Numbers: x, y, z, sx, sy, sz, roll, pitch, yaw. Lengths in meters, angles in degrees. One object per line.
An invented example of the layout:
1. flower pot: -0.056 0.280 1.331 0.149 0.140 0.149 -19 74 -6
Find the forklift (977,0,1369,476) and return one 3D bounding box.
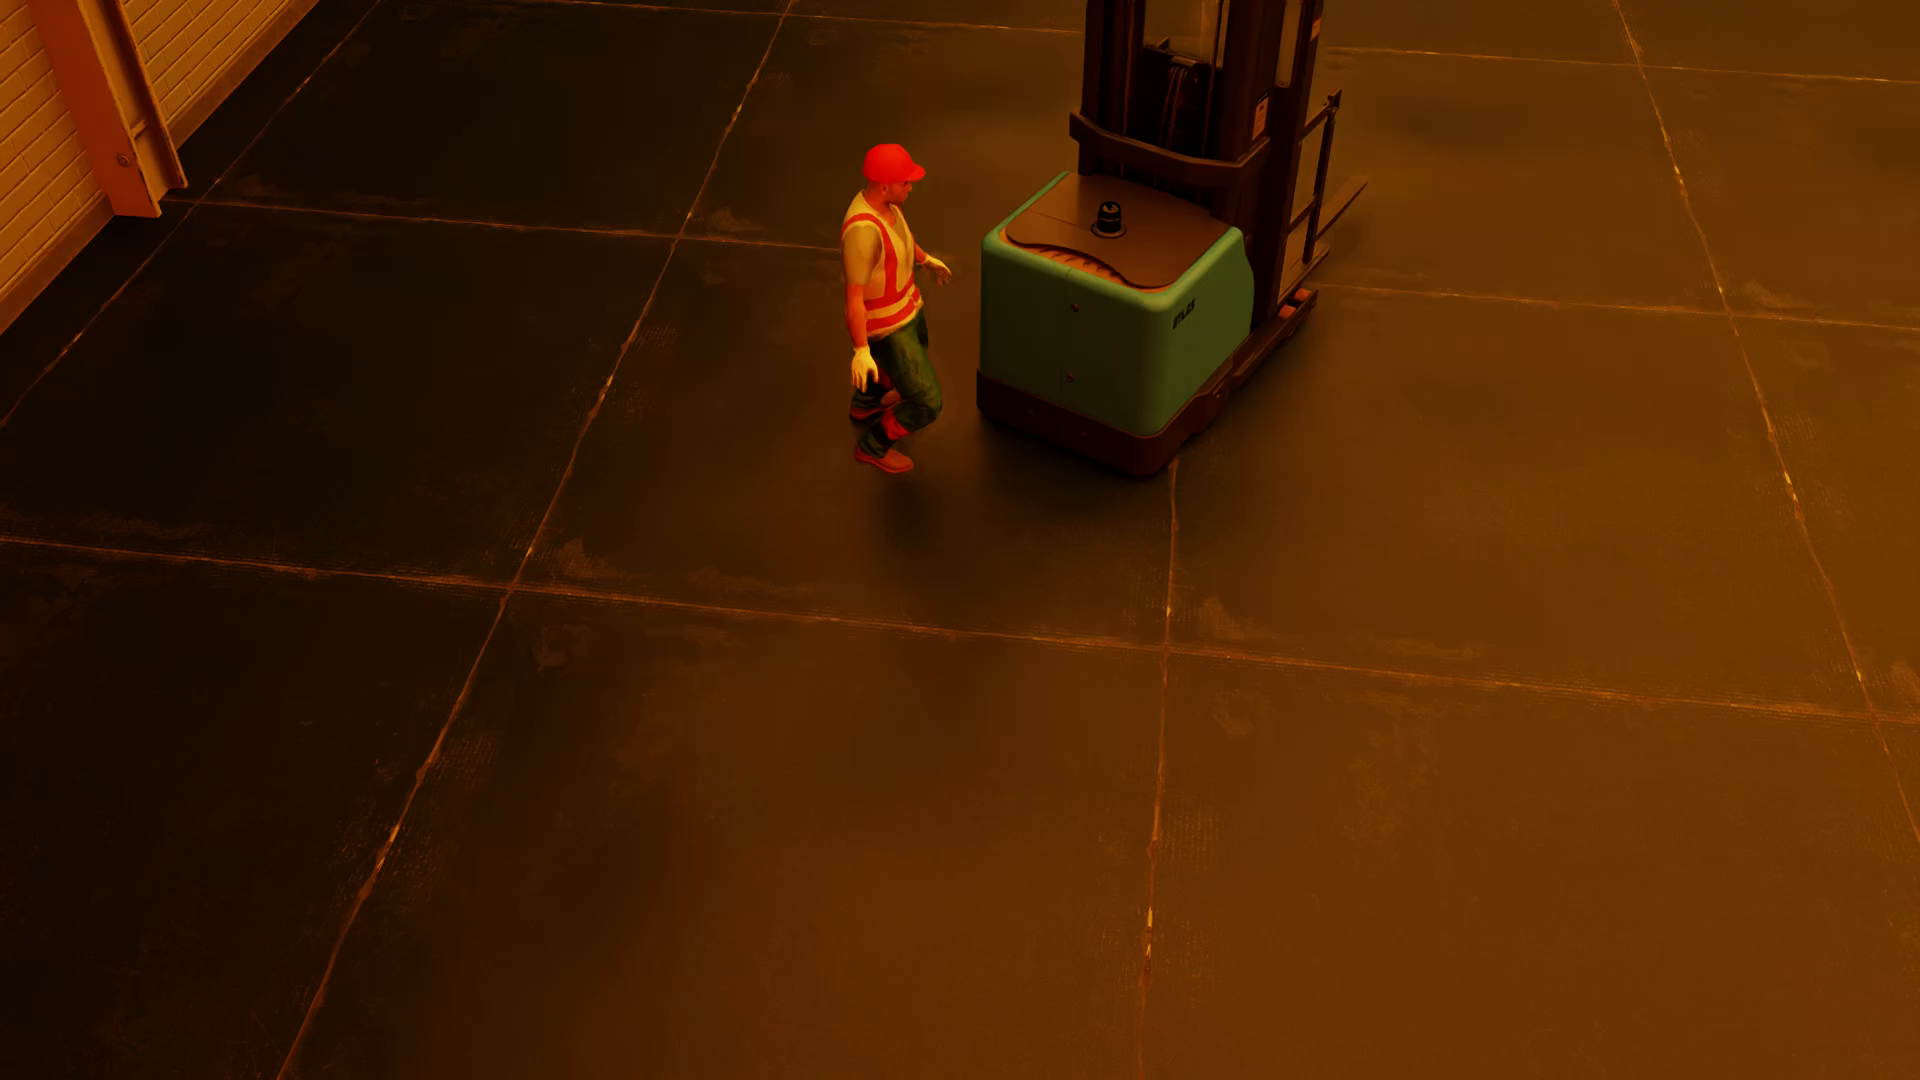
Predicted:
1. forklift: 1.322 -2.361 8.295 1.130 2.935 3.031 24 48 24

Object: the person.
1. person: -0.317 -1.086 7.854 0.600 1.669 0.968 9 43 9
